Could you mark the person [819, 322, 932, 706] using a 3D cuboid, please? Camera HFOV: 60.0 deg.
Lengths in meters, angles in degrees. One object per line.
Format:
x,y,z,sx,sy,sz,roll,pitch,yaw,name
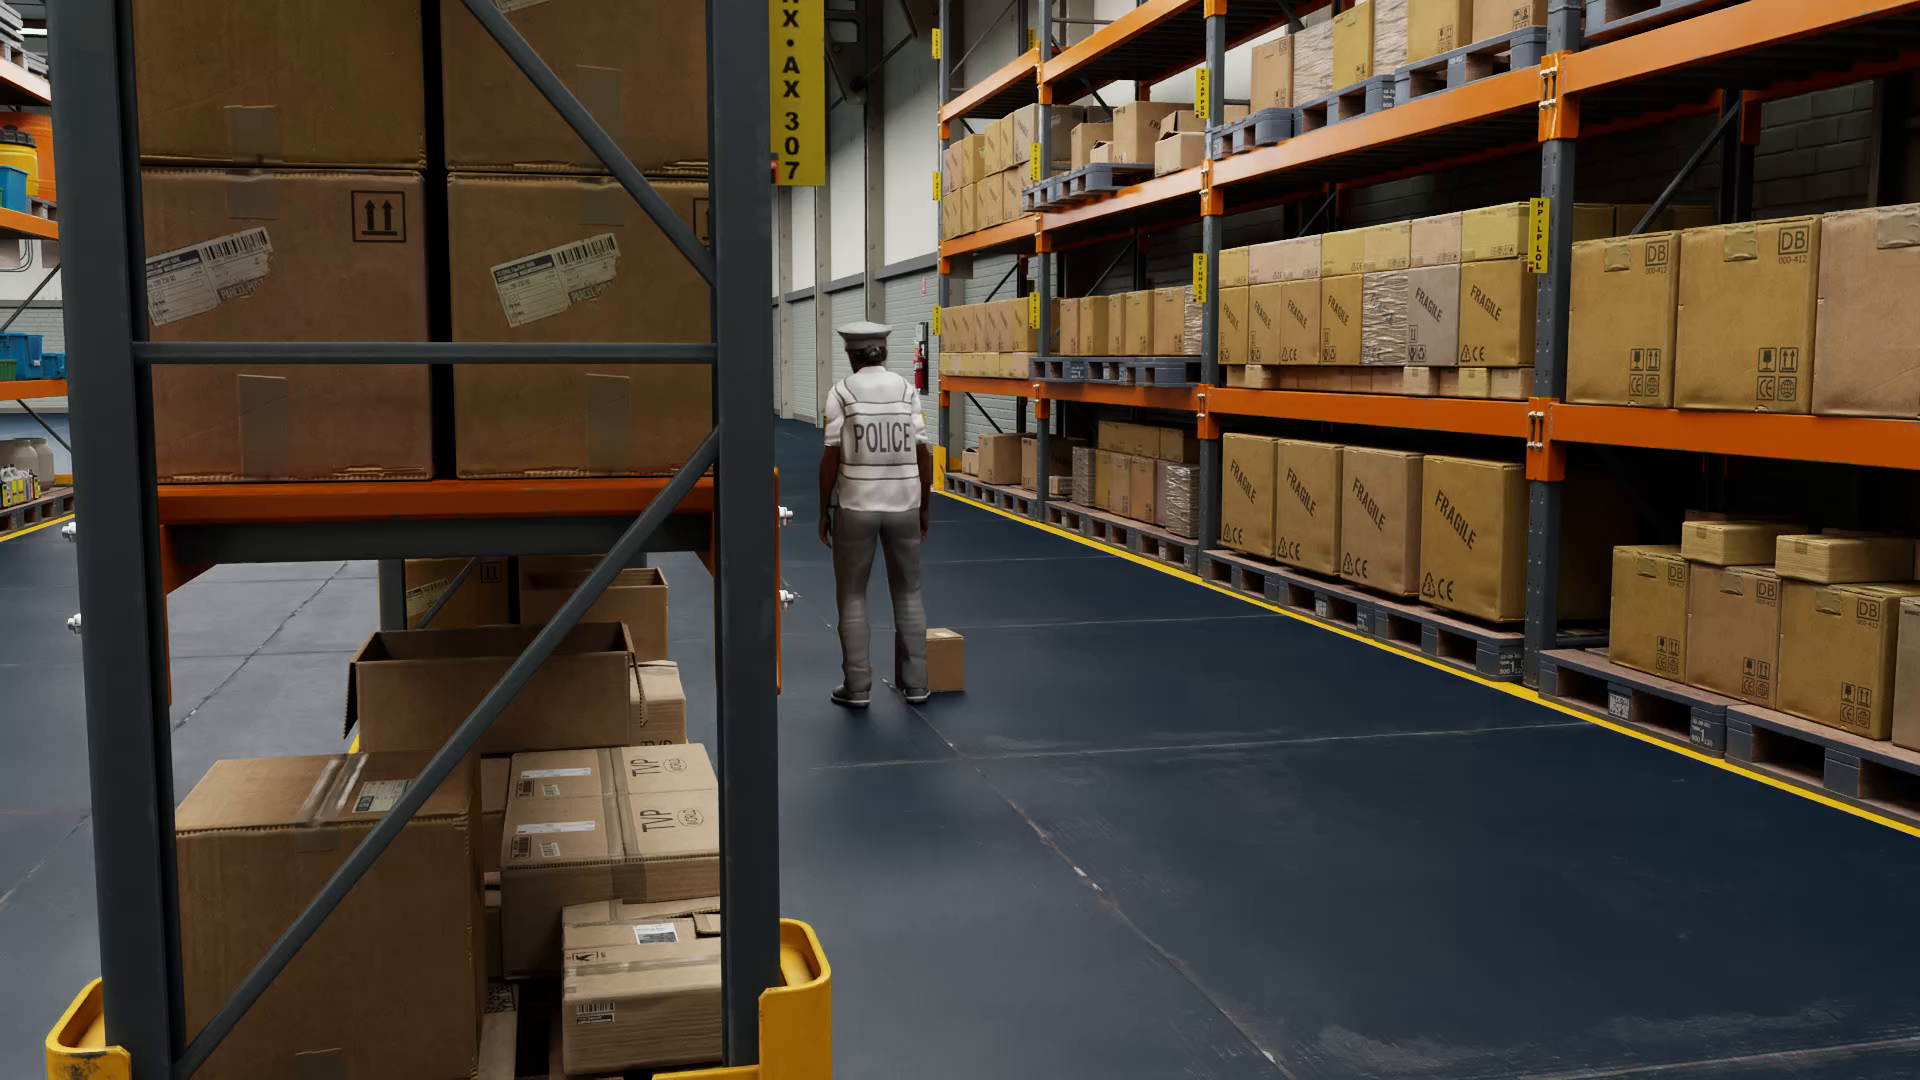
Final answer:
-0.360,-0.112,7.219,0.518,1.657,0.400,-2,7,-16,person
